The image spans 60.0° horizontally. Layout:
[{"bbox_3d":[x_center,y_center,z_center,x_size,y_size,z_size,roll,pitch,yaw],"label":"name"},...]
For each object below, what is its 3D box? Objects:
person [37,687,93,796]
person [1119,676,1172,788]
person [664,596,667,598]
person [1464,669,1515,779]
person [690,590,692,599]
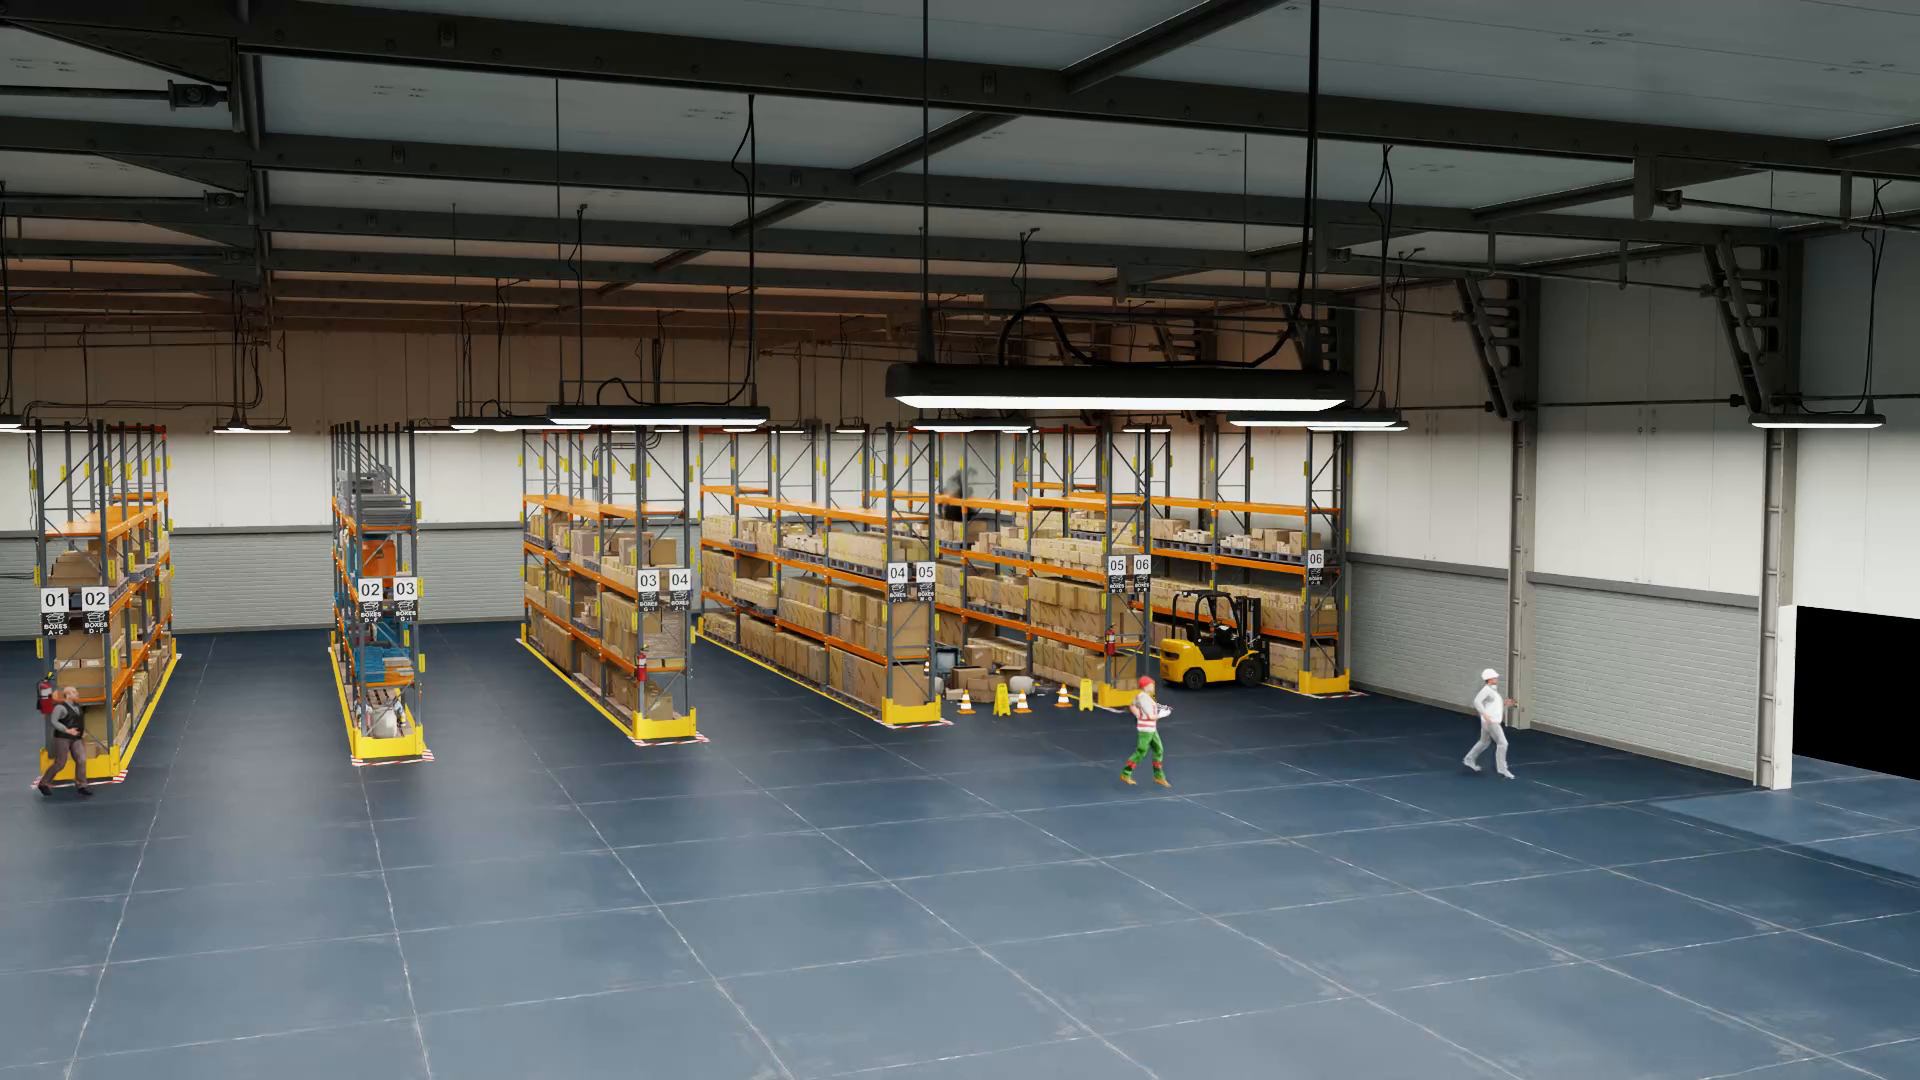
[{"bbox_3d":[-14.144,3.188,26.488,0.903,1.699,0.707,1,4,13],"label":"person"},{"bbox_3d":[3.017,3.122,27.004,0.855,1.834,0.641,1,4,9],"label":"person"},{"bbox_3d":[-8.681,1.992,47.670,0.606,1.523,0.739,0,4,-3],"label":"person"},{"bbox_3d":[8.919,3.077,27.985,0.822,1.822,0.633,1,4,18],"label":"person"},{"bbox_3d":[-8.178,1.879,48.959,0.697,1.575,0.739,-3,5,-42],"label":"person"}]
